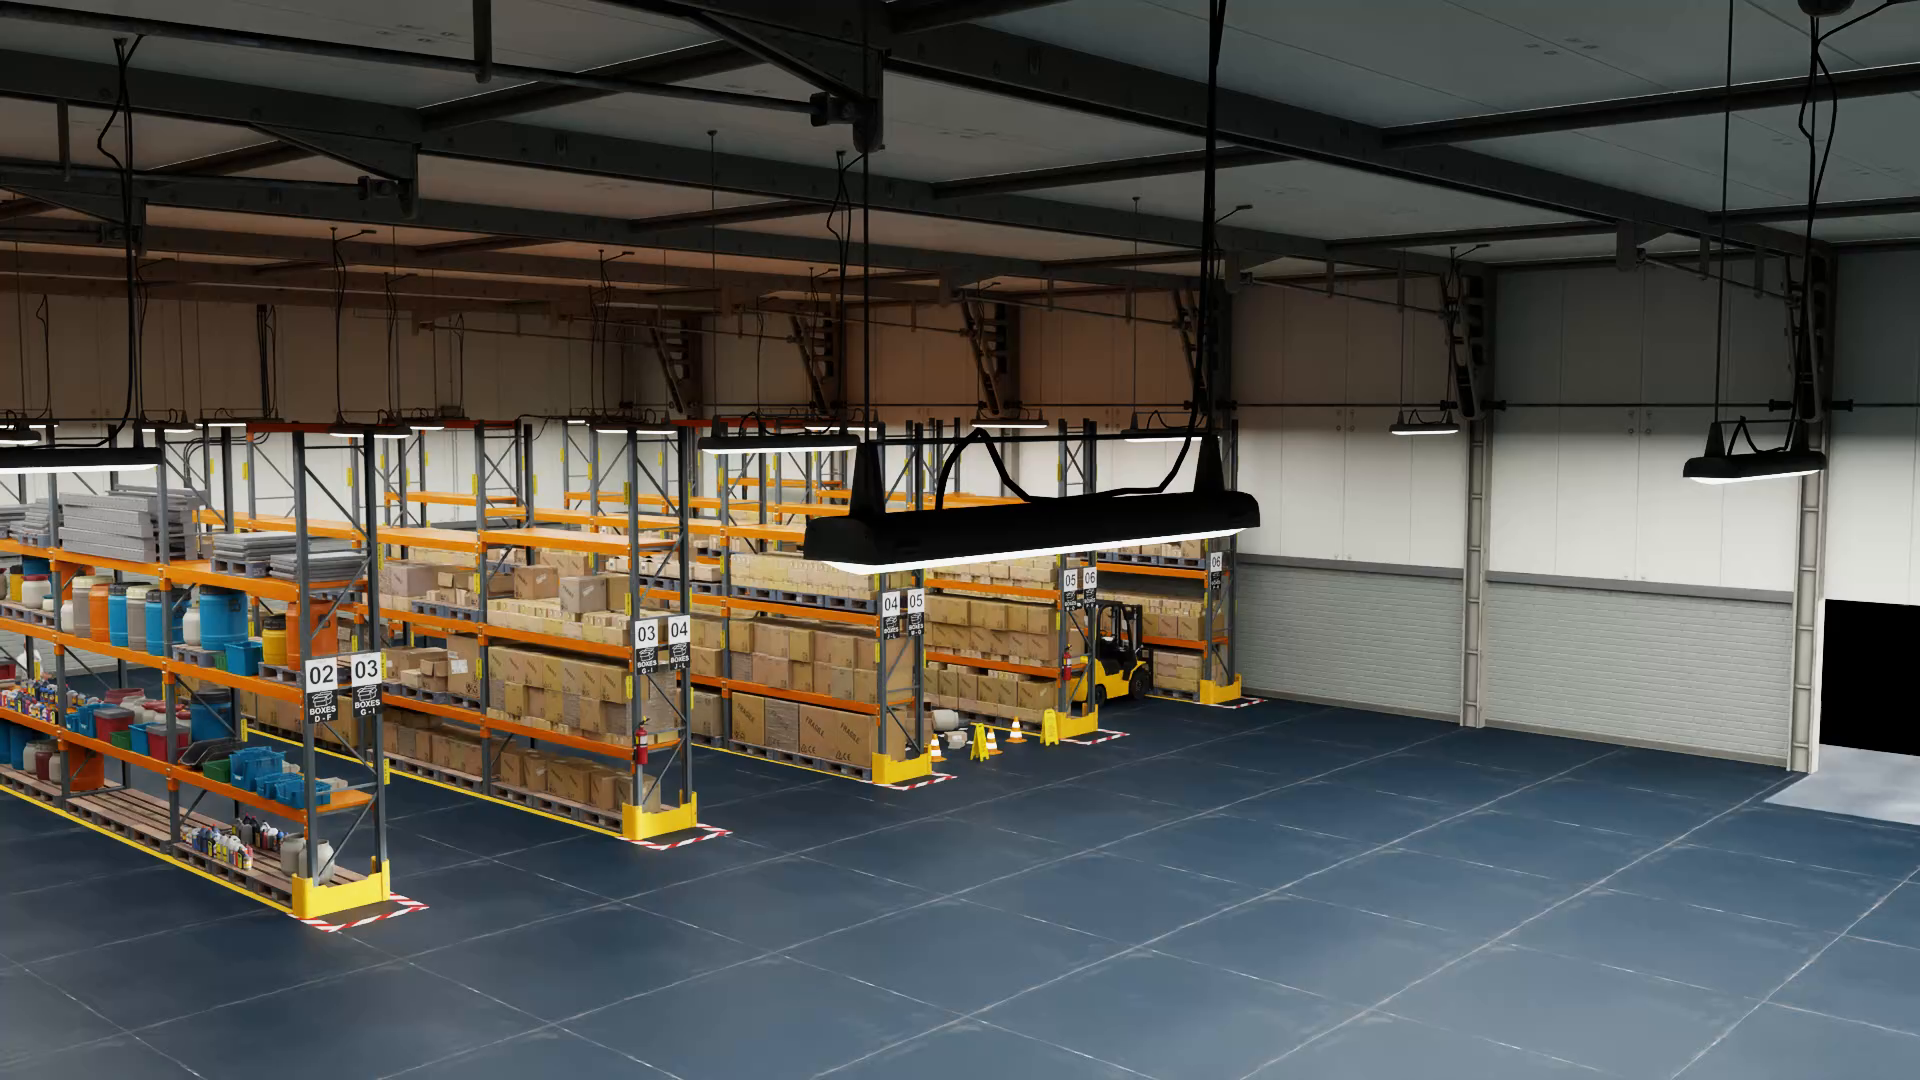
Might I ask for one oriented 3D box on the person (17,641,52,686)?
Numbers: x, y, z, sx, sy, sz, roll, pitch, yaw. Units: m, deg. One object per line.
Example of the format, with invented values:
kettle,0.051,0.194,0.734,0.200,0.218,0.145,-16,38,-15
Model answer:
person,-18.138,2.792,32.609,1.082,1.715,0.658,4,6,37
